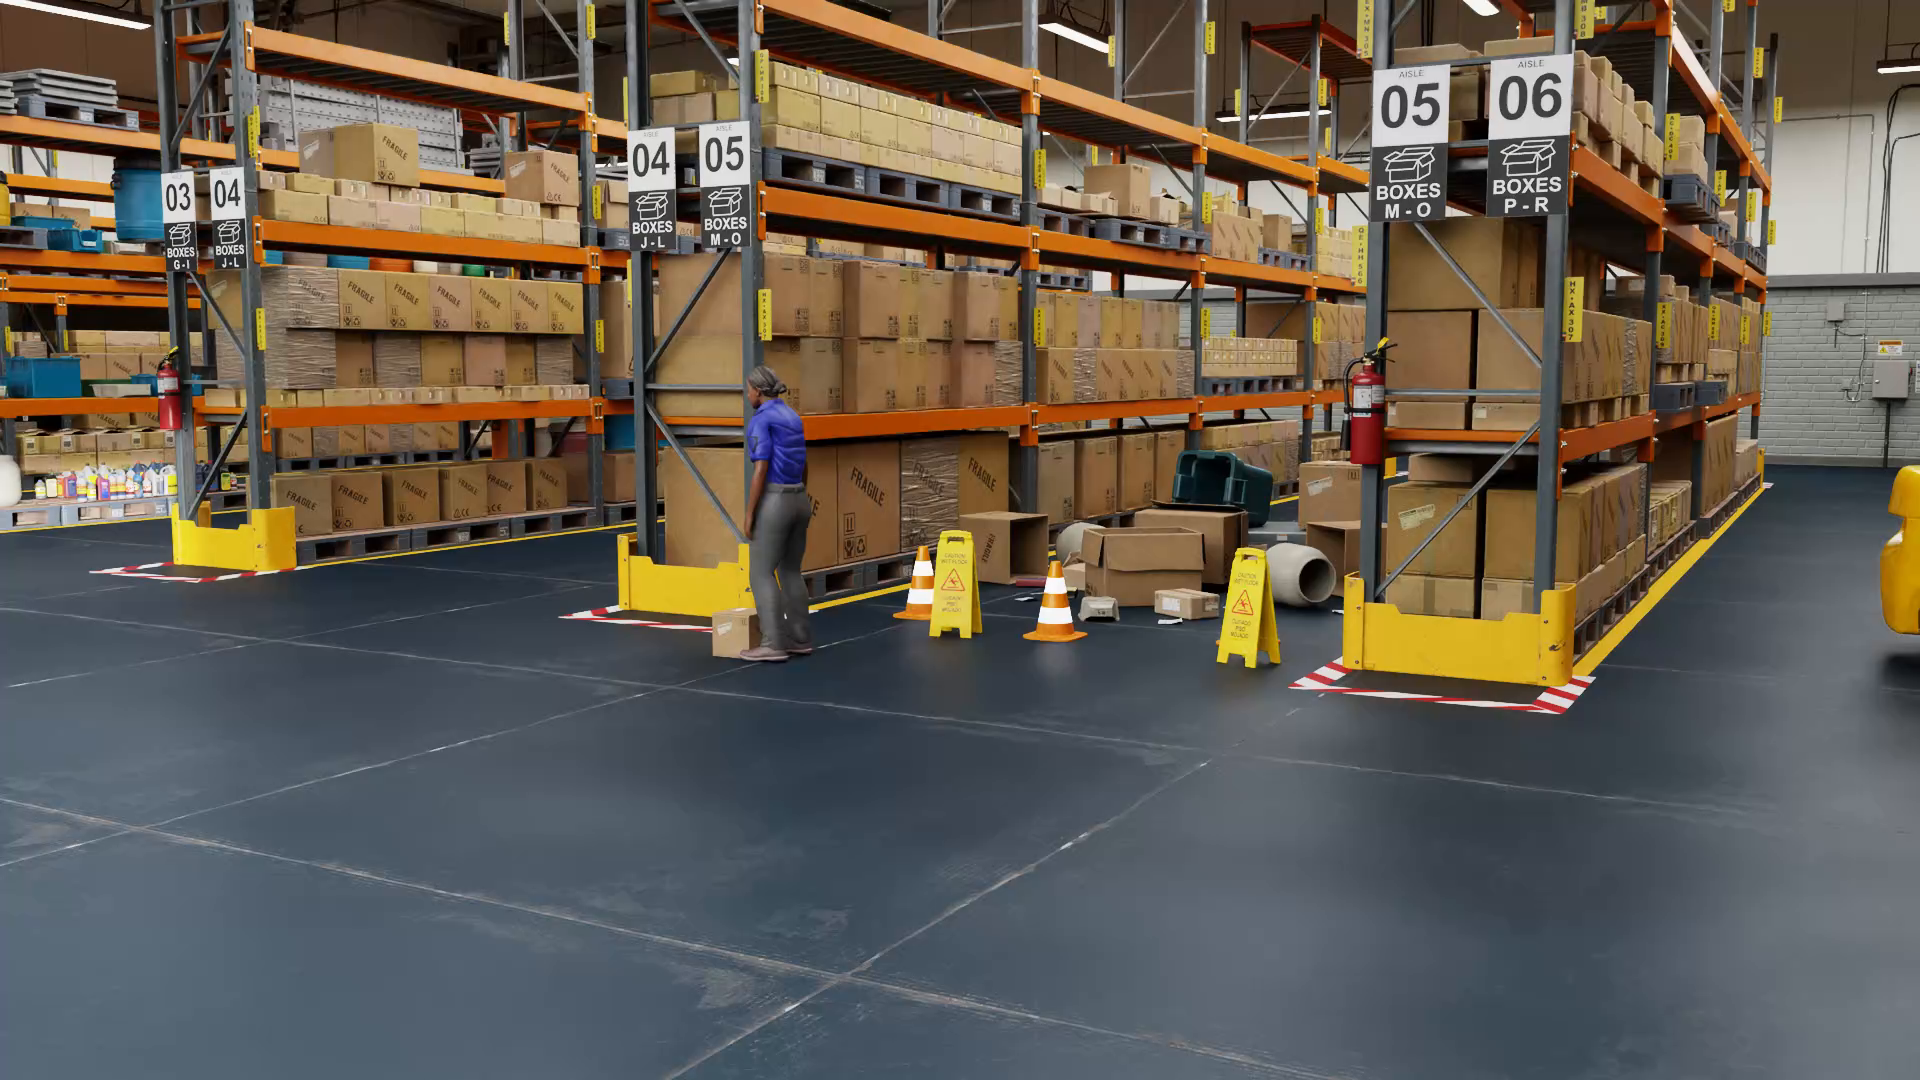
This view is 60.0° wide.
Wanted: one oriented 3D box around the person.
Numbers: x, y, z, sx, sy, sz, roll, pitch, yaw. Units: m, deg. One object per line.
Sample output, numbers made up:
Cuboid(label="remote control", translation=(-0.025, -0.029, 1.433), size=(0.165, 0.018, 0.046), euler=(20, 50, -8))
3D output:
Cuboid(label="person", translation=(-1.032, -0.155, 9.355), size=(0.347, 1.655, 0.505), euler=(3, 7, 29))
